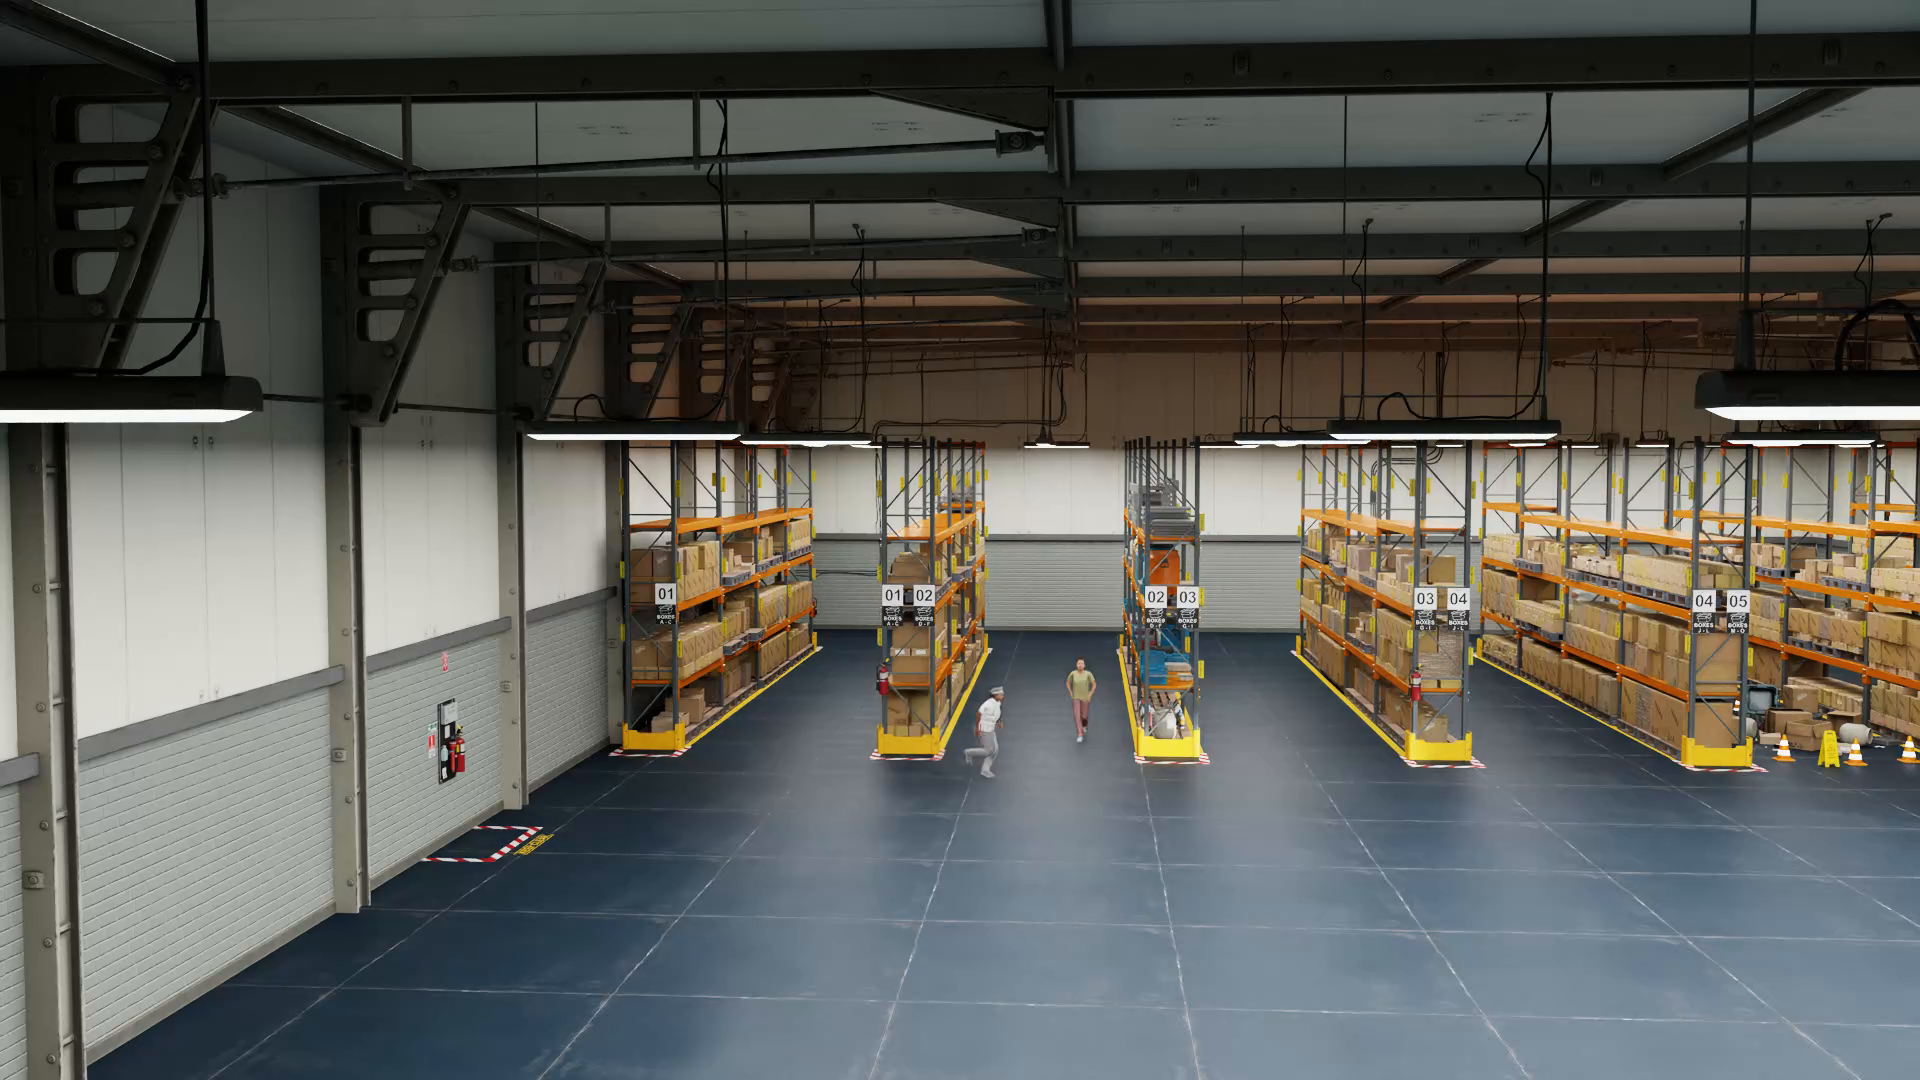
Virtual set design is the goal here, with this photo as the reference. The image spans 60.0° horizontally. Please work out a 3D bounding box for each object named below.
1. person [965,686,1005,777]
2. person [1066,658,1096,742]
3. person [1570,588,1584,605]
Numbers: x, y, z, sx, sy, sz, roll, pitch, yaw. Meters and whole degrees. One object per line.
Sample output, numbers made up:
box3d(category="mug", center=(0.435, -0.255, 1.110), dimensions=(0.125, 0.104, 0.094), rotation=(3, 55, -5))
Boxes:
box3d(category="person", center=(0.454, 3.365, 29.320), dimensions=(0.709, 1.608, 0.556), rotation=(1, 3, 19))
box3d(category="person", center=(2.399, 3.144, 32.987), dimensions=(0.598, 1.640, 0.702), rotation=(0, 3, 7))
box3d(category="person", center=(17.664, 2.293, 47.457), dimensions=(0.933, 1.824, 0.697), rotation=(1, 3, 10))
